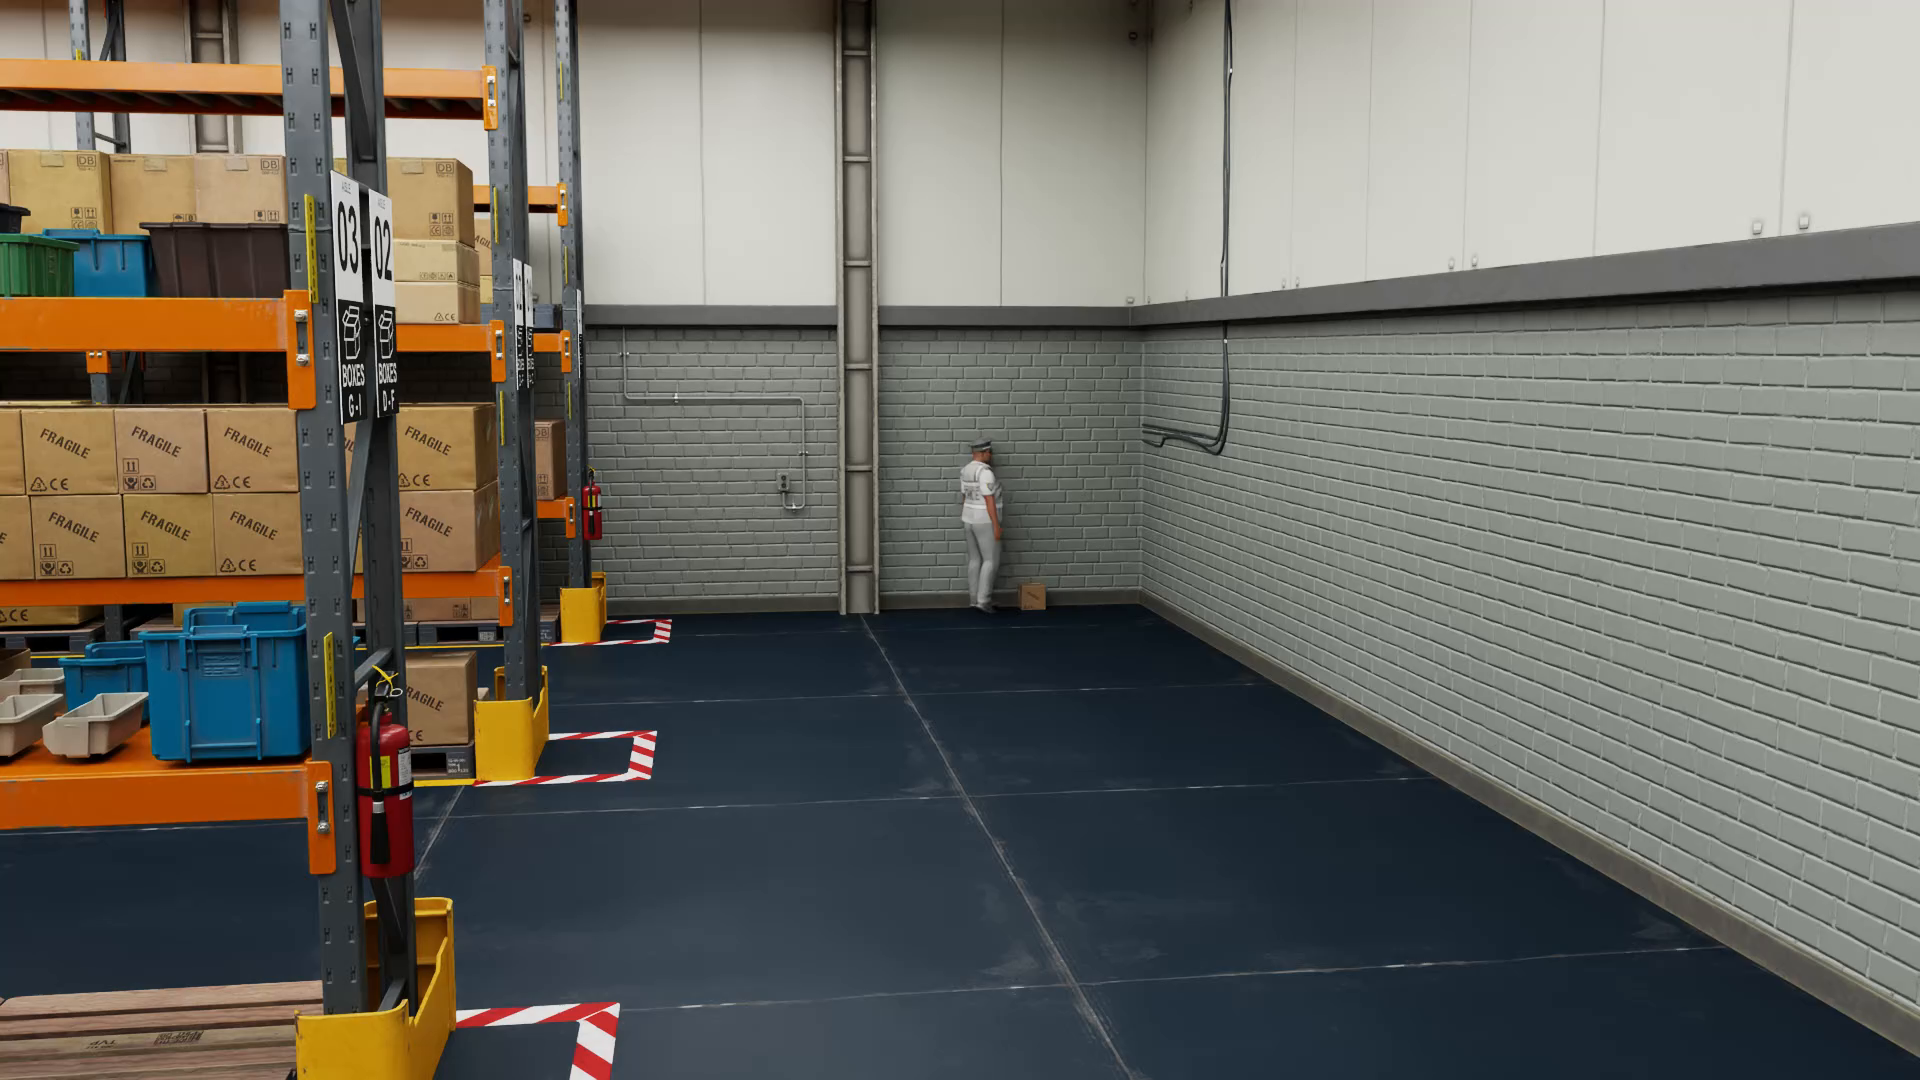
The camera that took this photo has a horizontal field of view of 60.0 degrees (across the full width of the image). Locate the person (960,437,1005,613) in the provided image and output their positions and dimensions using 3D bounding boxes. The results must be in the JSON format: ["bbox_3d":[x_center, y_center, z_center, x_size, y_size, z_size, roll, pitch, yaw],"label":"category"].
[{"bbox_3d":[0.256,-0.139,17.075,0.445,1.833,0.564,-3,7,-28],"label":"person"}]
